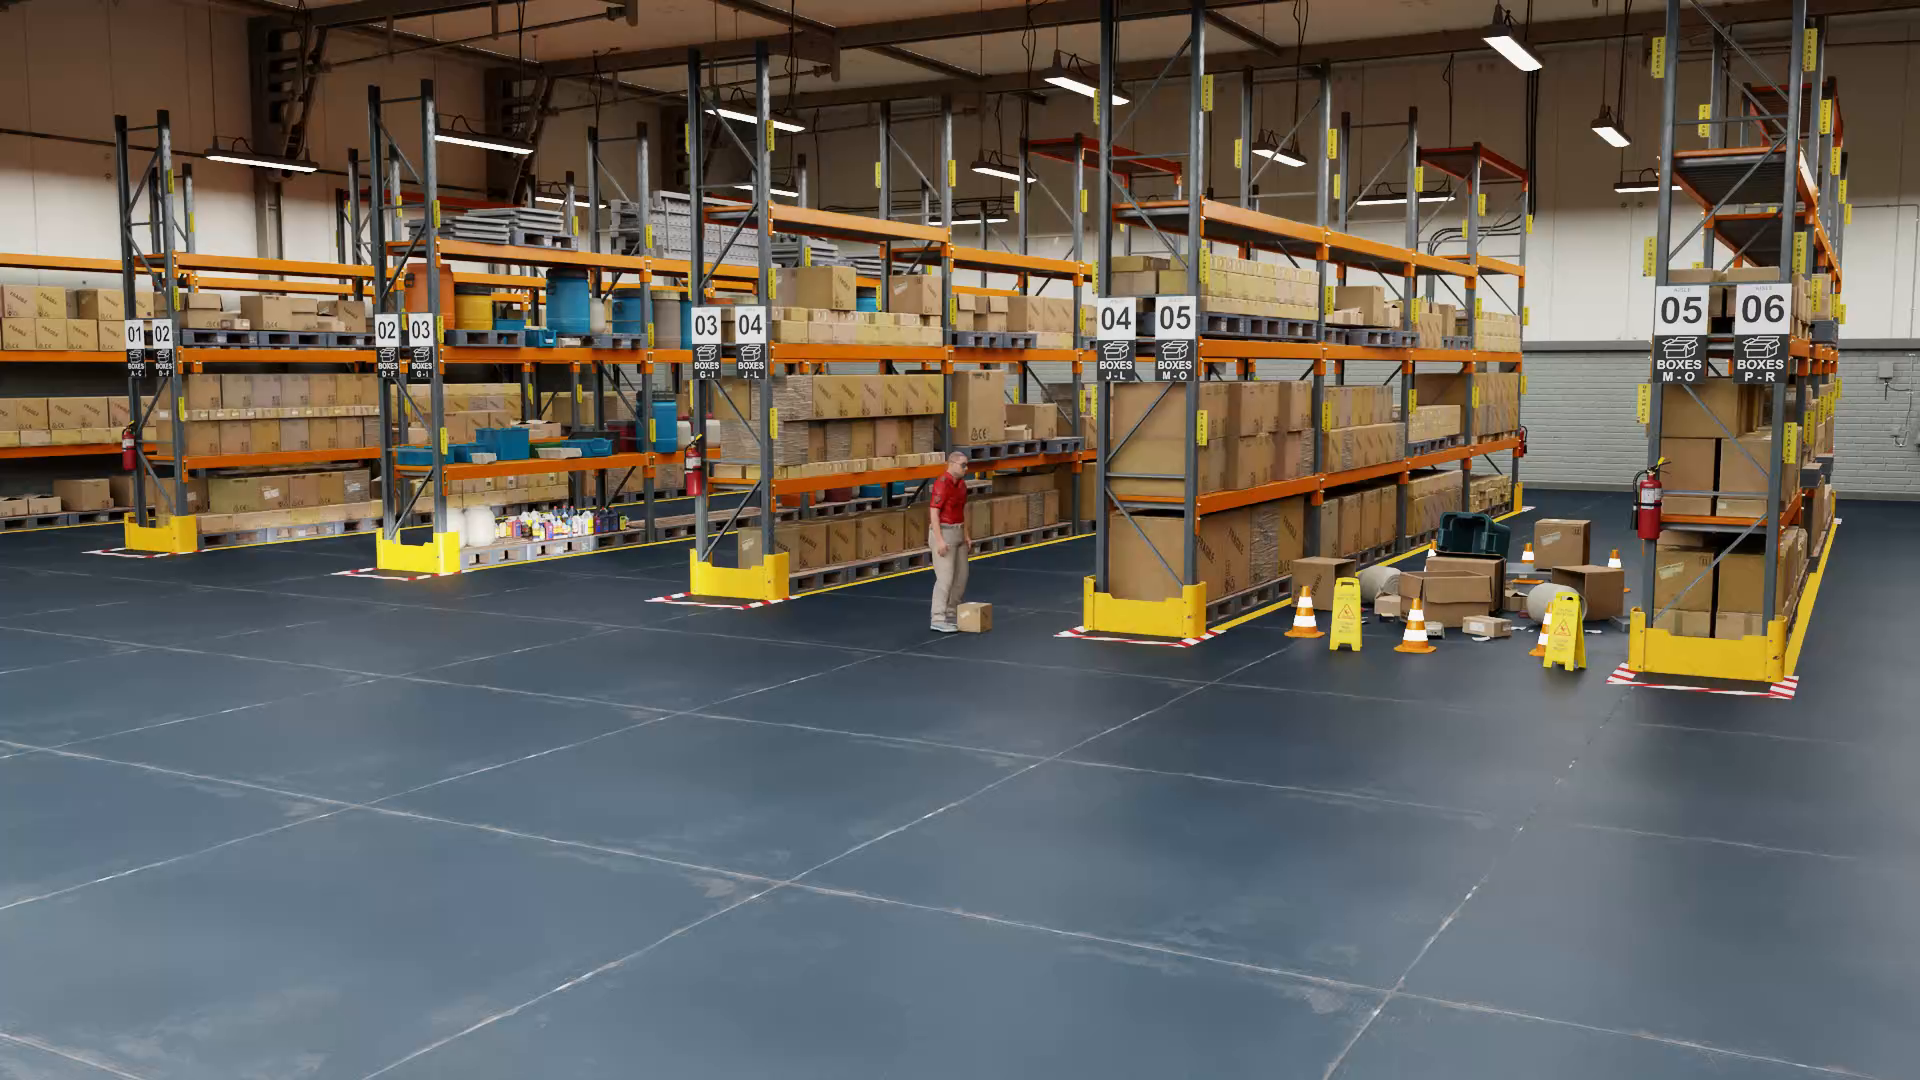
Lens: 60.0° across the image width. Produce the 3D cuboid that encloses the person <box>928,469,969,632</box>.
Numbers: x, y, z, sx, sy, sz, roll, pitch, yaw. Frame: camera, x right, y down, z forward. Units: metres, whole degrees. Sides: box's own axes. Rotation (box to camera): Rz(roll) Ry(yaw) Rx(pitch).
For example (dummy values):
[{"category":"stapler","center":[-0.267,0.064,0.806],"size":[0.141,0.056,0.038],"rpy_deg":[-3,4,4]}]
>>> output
[{"category":"person","center":[-0.084,0.089,16.186],"size":[0.393,1.552,0.568],"rpy_deg":[3,7,29]}]
